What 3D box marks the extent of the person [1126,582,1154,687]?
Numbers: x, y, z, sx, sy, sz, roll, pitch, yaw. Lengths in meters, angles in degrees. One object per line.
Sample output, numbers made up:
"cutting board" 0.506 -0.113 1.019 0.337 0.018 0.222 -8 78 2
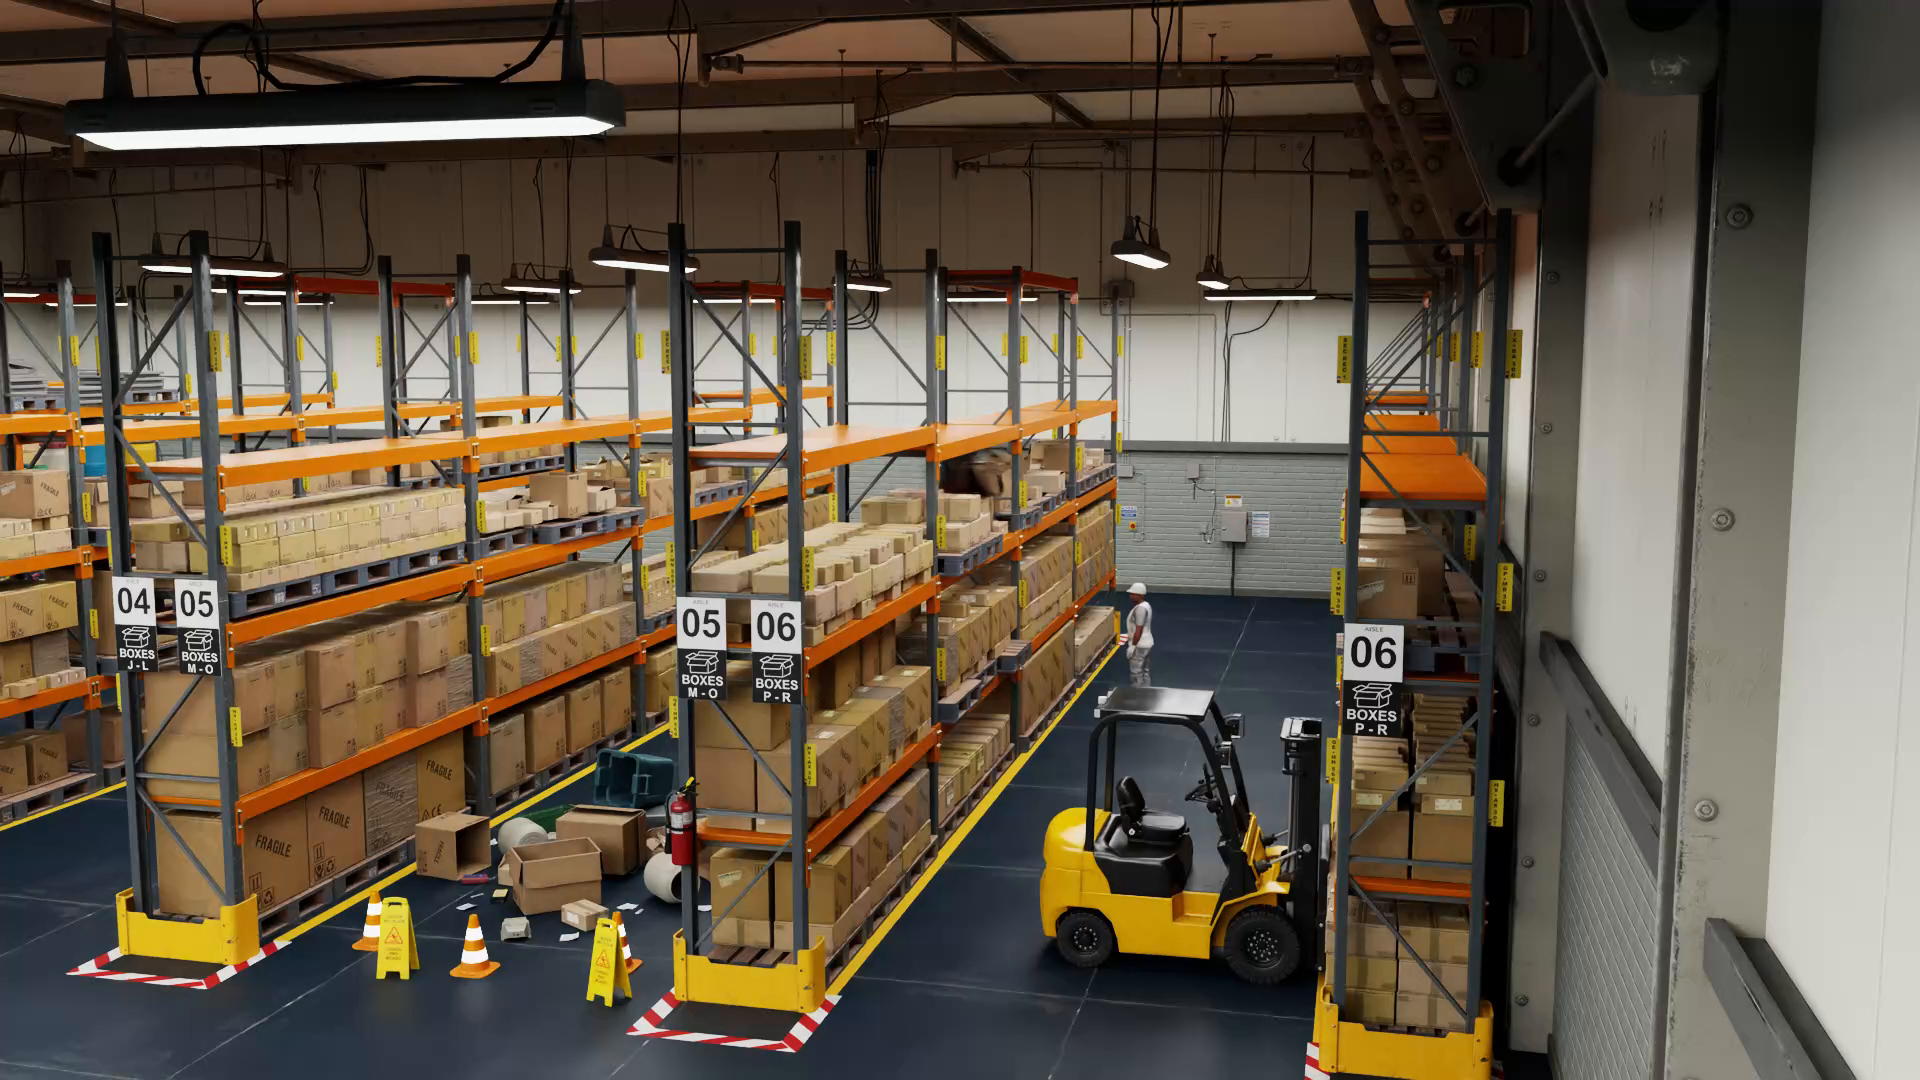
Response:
"person" 2.452 1.474 22.957 0.435 1.787 0.573 2 7 17
